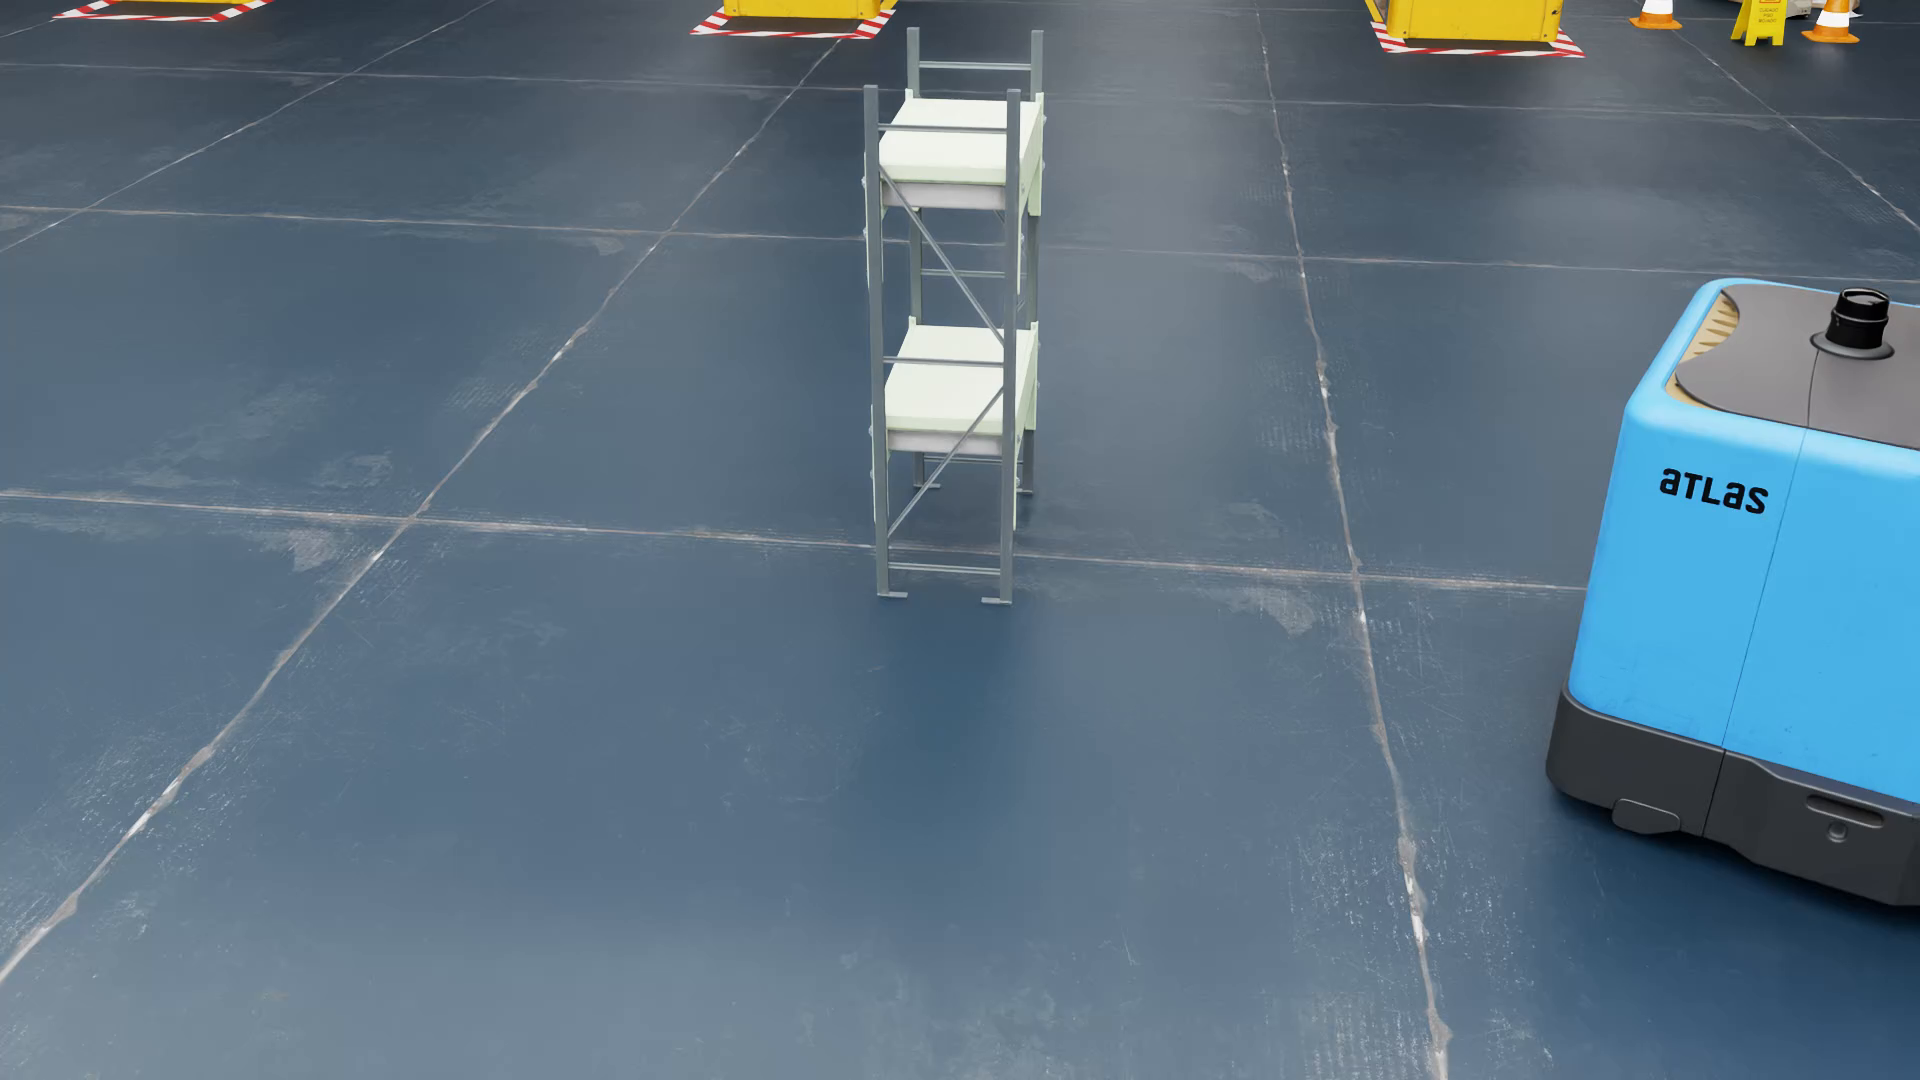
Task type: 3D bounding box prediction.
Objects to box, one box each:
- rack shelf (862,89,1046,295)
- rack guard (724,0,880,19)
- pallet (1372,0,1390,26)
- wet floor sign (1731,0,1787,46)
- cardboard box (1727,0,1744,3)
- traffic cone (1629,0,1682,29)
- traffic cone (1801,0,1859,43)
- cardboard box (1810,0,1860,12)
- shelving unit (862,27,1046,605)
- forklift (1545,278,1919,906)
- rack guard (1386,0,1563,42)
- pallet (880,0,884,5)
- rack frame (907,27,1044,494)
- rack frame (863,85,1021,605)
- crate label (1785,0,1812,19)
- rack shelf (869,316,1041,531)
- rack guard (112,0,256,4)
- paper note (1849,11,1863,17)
[{"bbox_3d":[-0.001,-1.001,4.703,0.431,0.370,0.720,3,28,6],"label":"rack shelf"},{"bbox_3d":[-1.206,-4.257,12.625,1.175,0.500,0.348,3,28,6],"label":"rack guard"},{"bbox_3d":[3.715,-4.139,12.711,1.003,0.211,1.213,3,28,6],"label":"pallet"},{"bbox_3d":[5.657,-3.821,11.662,0.267,0.644,0.232,-1,28,-3],"label":"wet floor sign"},{"bbox_3d":[6.323,-4.621,13.297,0.797,0.503,0.637,-17,33,-29],"label":"cardboard box"},{"bbox_3d":[5.169,-4.037,12.255,0.336,0.463,0.334,3,28,6],"label":"traffic cone"},{"bbox_3d":[6.249,-3.811,11.836,0.336,0.463,0.334,3,28,6],"label":"traffic cone"},{"bbox_3d":[6.776,-4.225,12.936,0.380,0.149,0.250,20,34,32],"label":"cardboard box"},{"bbox_3d":[-0.001,-0.657,4.888,0.431,1.500,0.755,3,28,6],"label":"shelving unit"},{"bbox_3d":[2.951,-0.476,3.044,3.031,2.935,1.130,16,32,27],"label":"forklift"},{"bbox_3d":[3.692,-3.874,11.915,1.175,0.500,0.348,3,28,6],"label":"rack guard"},{"bbox_3d":[-1.071,-4.511,13.400,1.003,0.211,1.213,3,28,6],"label":"pallet"},{"bbox_3d":[0.044,-0.829,5.208,0.400,1.500,0.023,3,28,6],"label":"rack frame"},{"bbox_3d":[-0.046,-0.485,4.569,0.400,1.500,0.023,3,28,6],"label":"rack frame"},{"bbox_3d":[6.284,-4.041,12.607,0.250,0.136,0.298,-11,30,-20],"label":"crate label"},{"bbox_3d":[-0.001,-0.370,5.043,0.431,0.370,0.720,3,28,6],"label":"rack shelf"},{"bbox_3d":[-6.168,-4.548,13.165,1.175,0.500,0.348,3,28,6],"label":"rack guard"},{"bbox_3d":[6.760,-4.000,12.642,0.148,0.019,0.142,-6,29,-11],"label":"paper note"}]
